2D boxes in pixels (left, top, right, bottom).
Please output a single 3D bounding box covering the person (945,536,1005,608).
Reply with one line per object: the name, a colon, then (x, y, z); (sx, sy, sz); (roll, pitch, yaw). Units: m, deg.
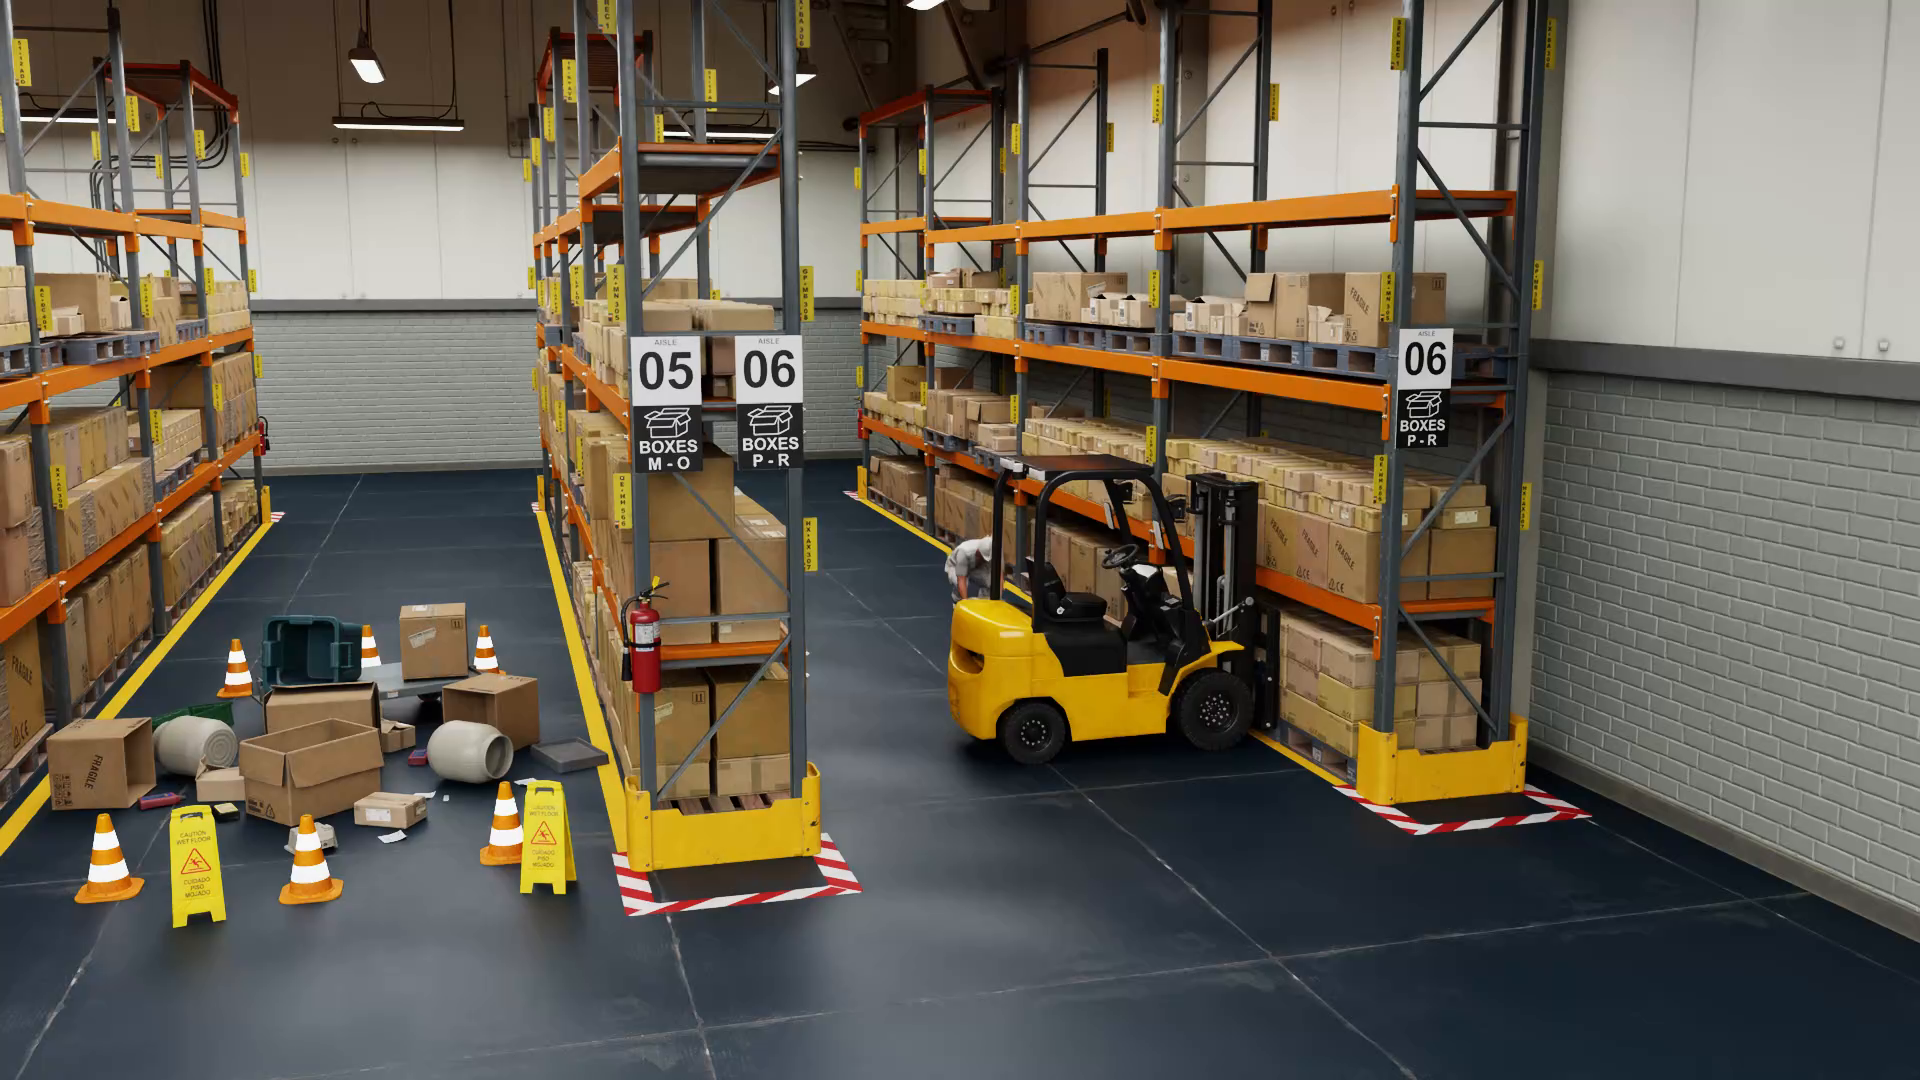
person: (0.160, 0.362, 17.336); (0.567, 0.909, 0.883); (-3, 10, -16)
